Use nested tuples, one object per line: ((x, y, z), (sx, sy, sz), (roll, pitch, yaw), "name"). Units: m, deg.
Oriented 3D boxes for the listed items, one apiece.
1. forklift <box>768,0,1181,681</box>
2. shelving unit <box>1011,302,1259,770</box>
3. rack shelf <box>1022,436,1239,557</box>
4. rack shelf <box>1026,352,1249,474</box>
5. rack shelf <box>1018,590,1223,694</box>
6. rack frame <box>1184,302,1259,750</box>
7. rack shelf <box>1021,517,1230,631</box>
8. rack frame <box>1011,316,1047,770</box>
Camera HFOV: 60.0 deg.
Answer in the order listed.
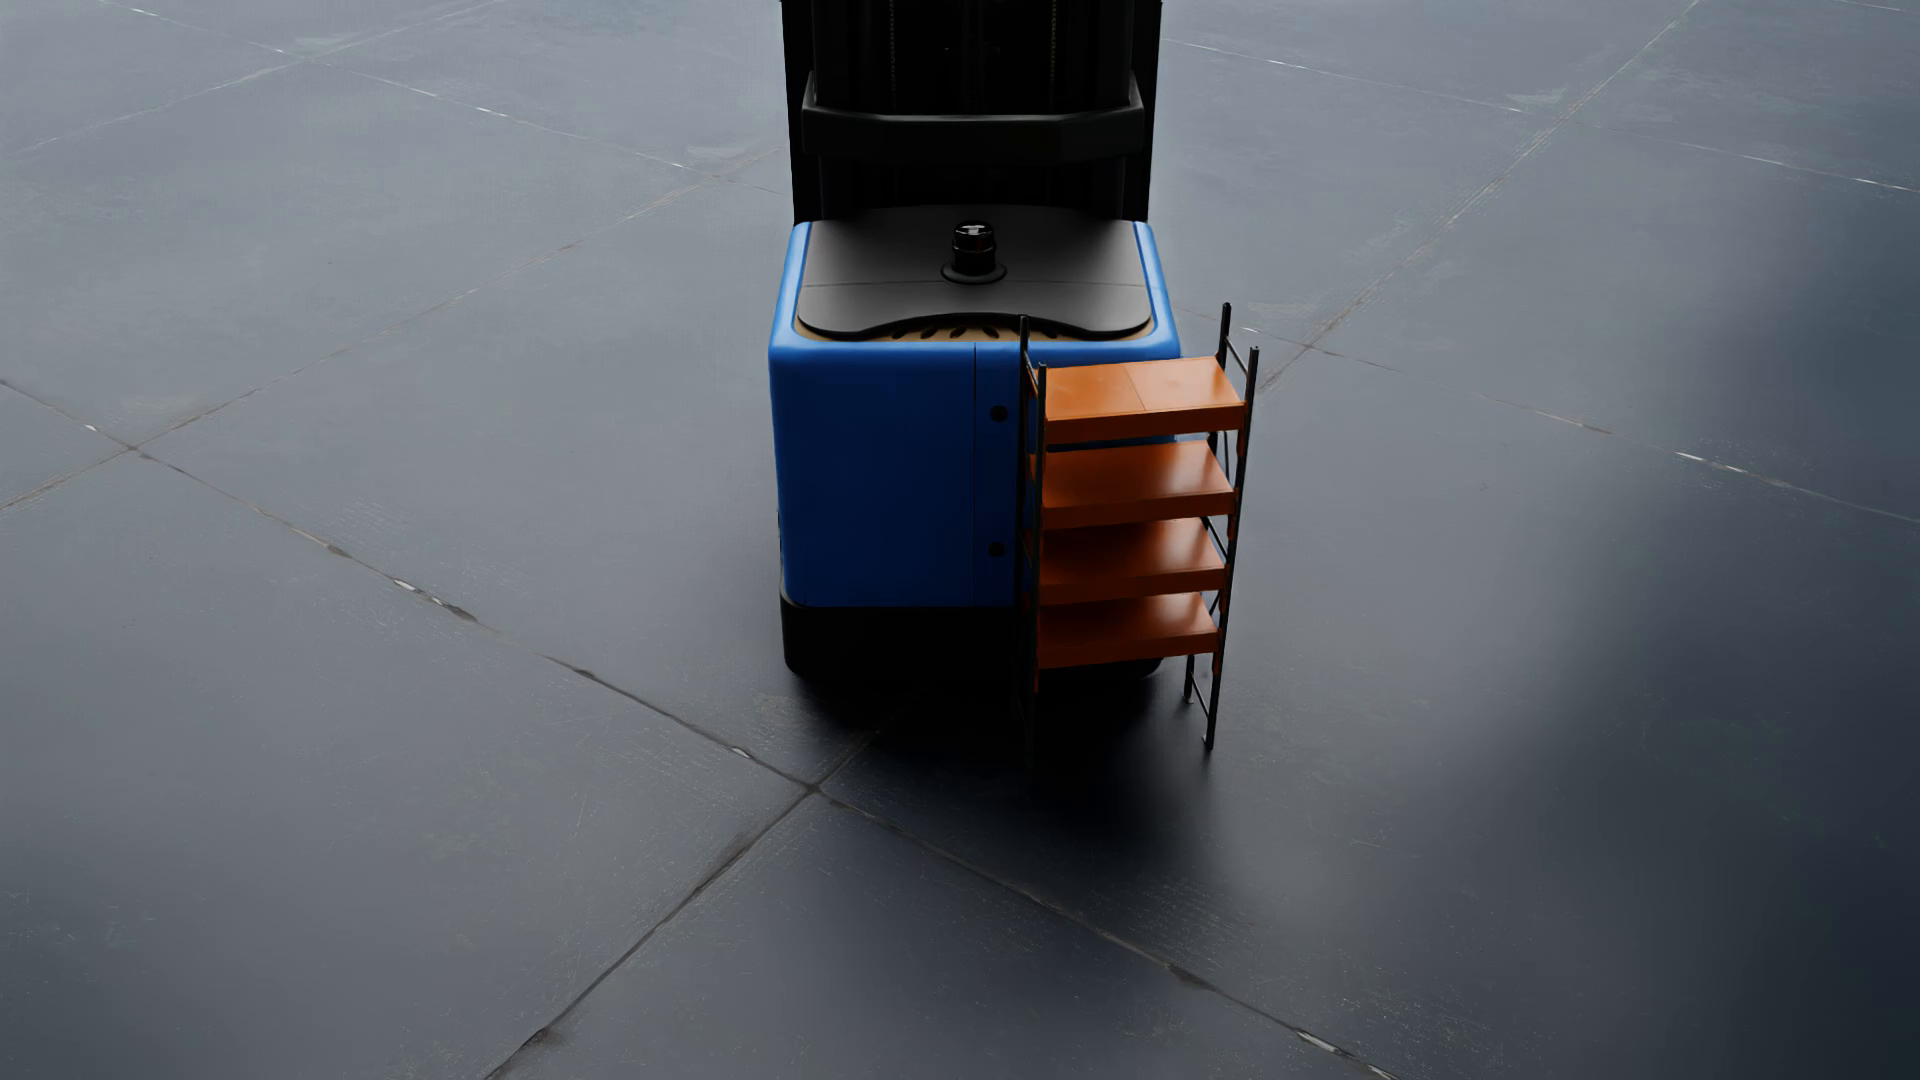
((0.032, -1.618, 5.026), (1.130, 2.935, 3.031), (0, 34, 0), "forklift")
((0.407, 0.019, 4.148), (0.503, 1.200, 0.258), (-5, 35, -7), "shelving unit")
((0.407, -0.109, 4.059), (0.480, 0.148, 0.258), (-5, 35, -7), "rack shelf")
((0.407, -0.304, 3.925), (0.480, 0.148, 0.258), (-5, 35, -7), "rack shelf")
((0.406, 0.238, 4.299), (0.480, 0.148, 0.258), (-5, 35, -7), "rack shelf")
((0.648, -0.002, 4.179), (0.015, 1.200, 0.240), (-5, 35, -7), "rack frame")
((0.407, 0.075, 4.186), (0.480, 0.148, 0.258), (-5, 35, -7), "rack shelf")
((0.166, 0.041, 4.117), (0.015, 1.200, 0.240), (-5, 35, -7), "rack frame")
